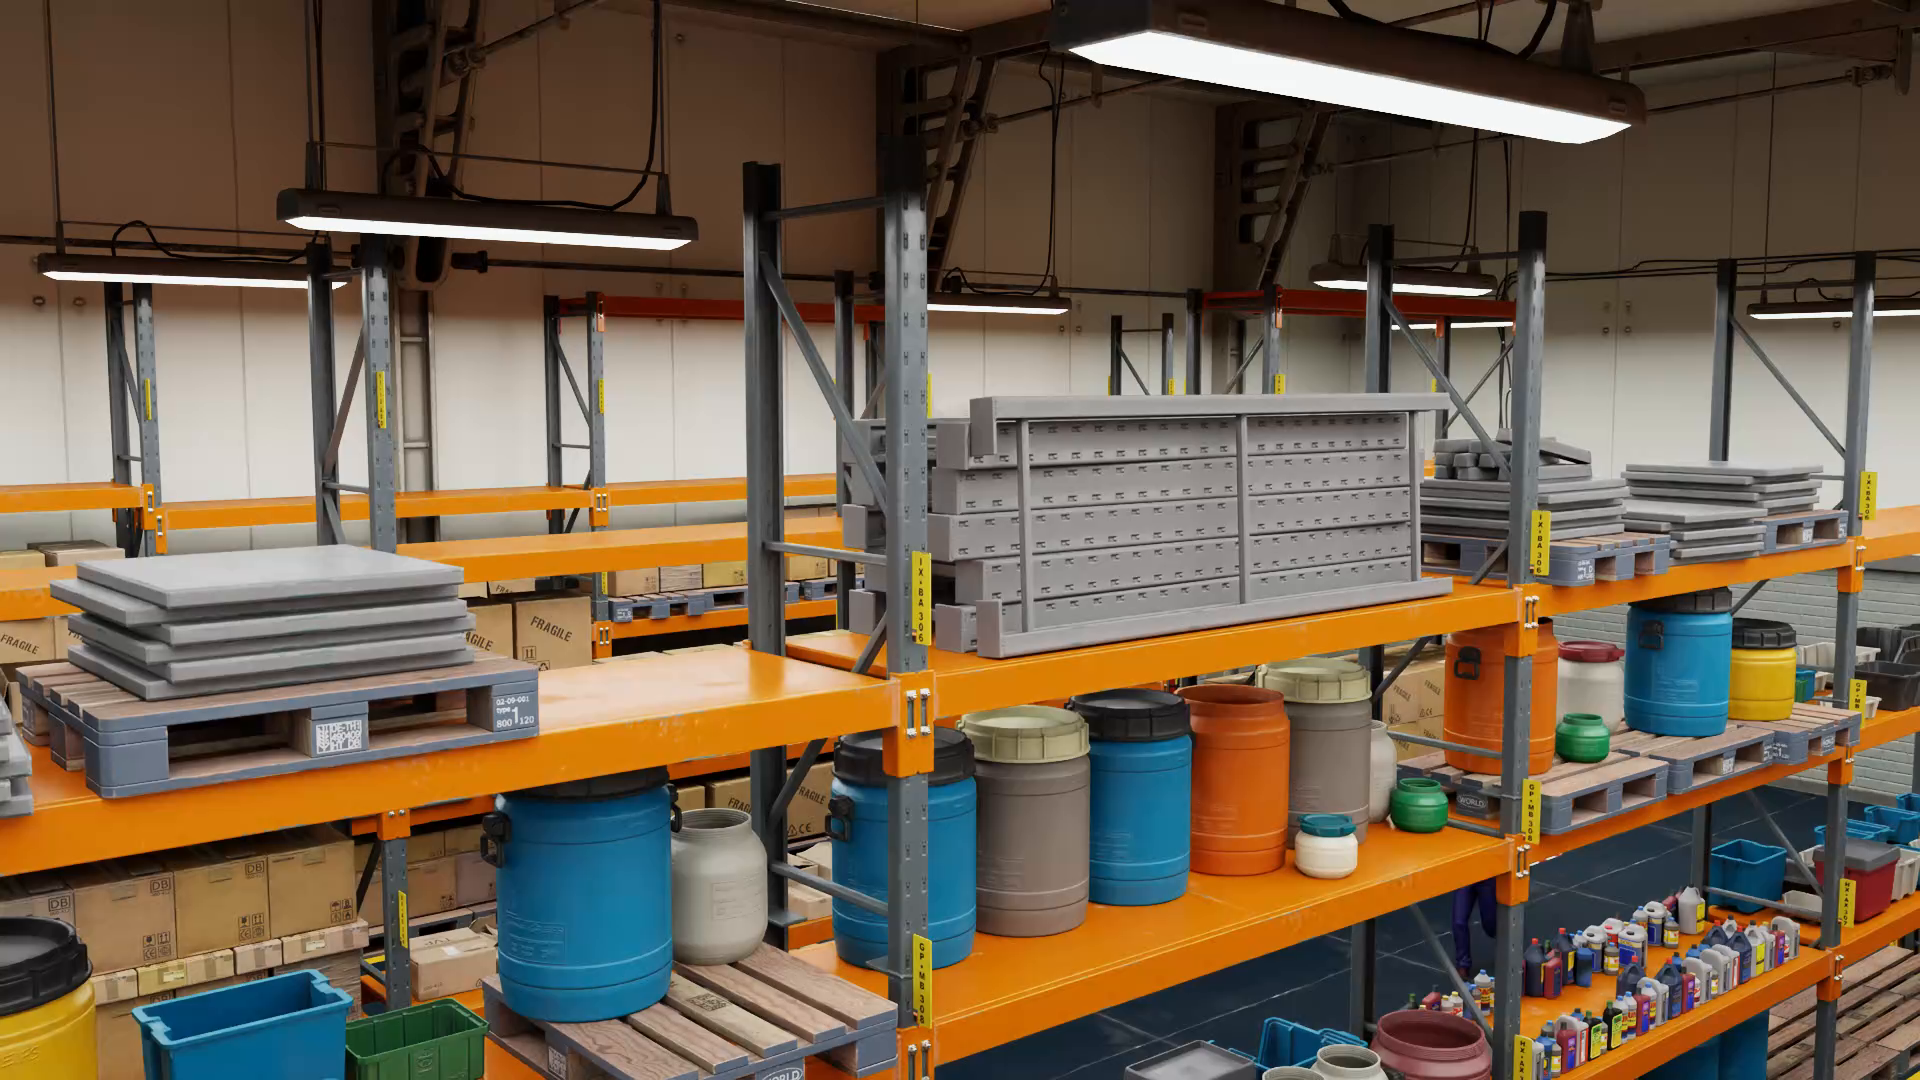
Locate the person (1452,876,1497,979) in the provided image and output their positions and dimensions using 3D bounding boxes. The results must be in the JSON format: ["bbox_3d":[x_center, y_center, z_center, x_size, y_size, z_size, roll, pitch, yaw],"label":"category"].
[{"bbox_3d":[4.505,2.978,14.453,0.620,1.603,0.782,4,7,38],"label":"person"}]
